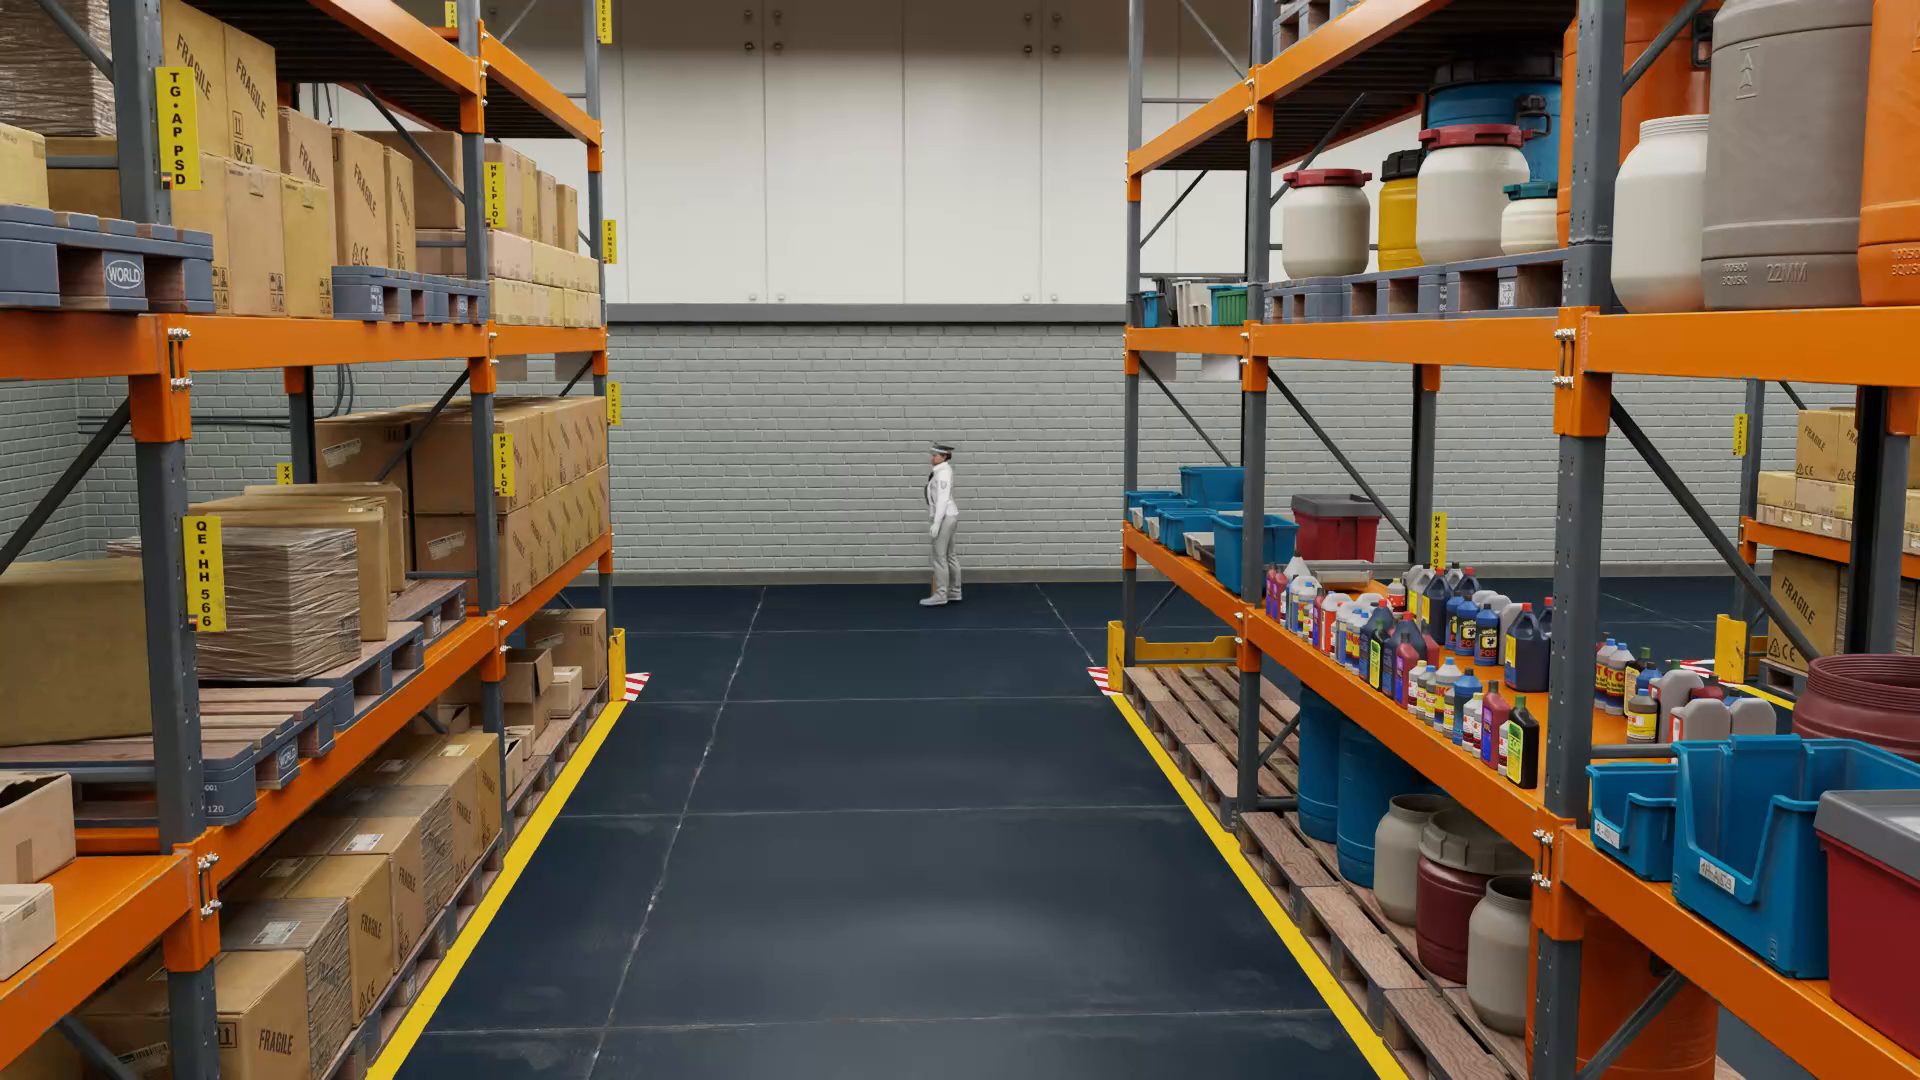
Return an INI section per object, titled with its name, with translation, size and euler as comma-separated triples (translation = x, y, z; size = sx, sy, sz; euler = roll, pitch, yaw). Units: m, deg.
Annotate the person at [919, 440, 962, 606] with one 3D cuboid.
[person]
translation = -0.196, -0.185, 17.023
size = 0.411, 1.675, 0.520
euler = 1, 7, 6
